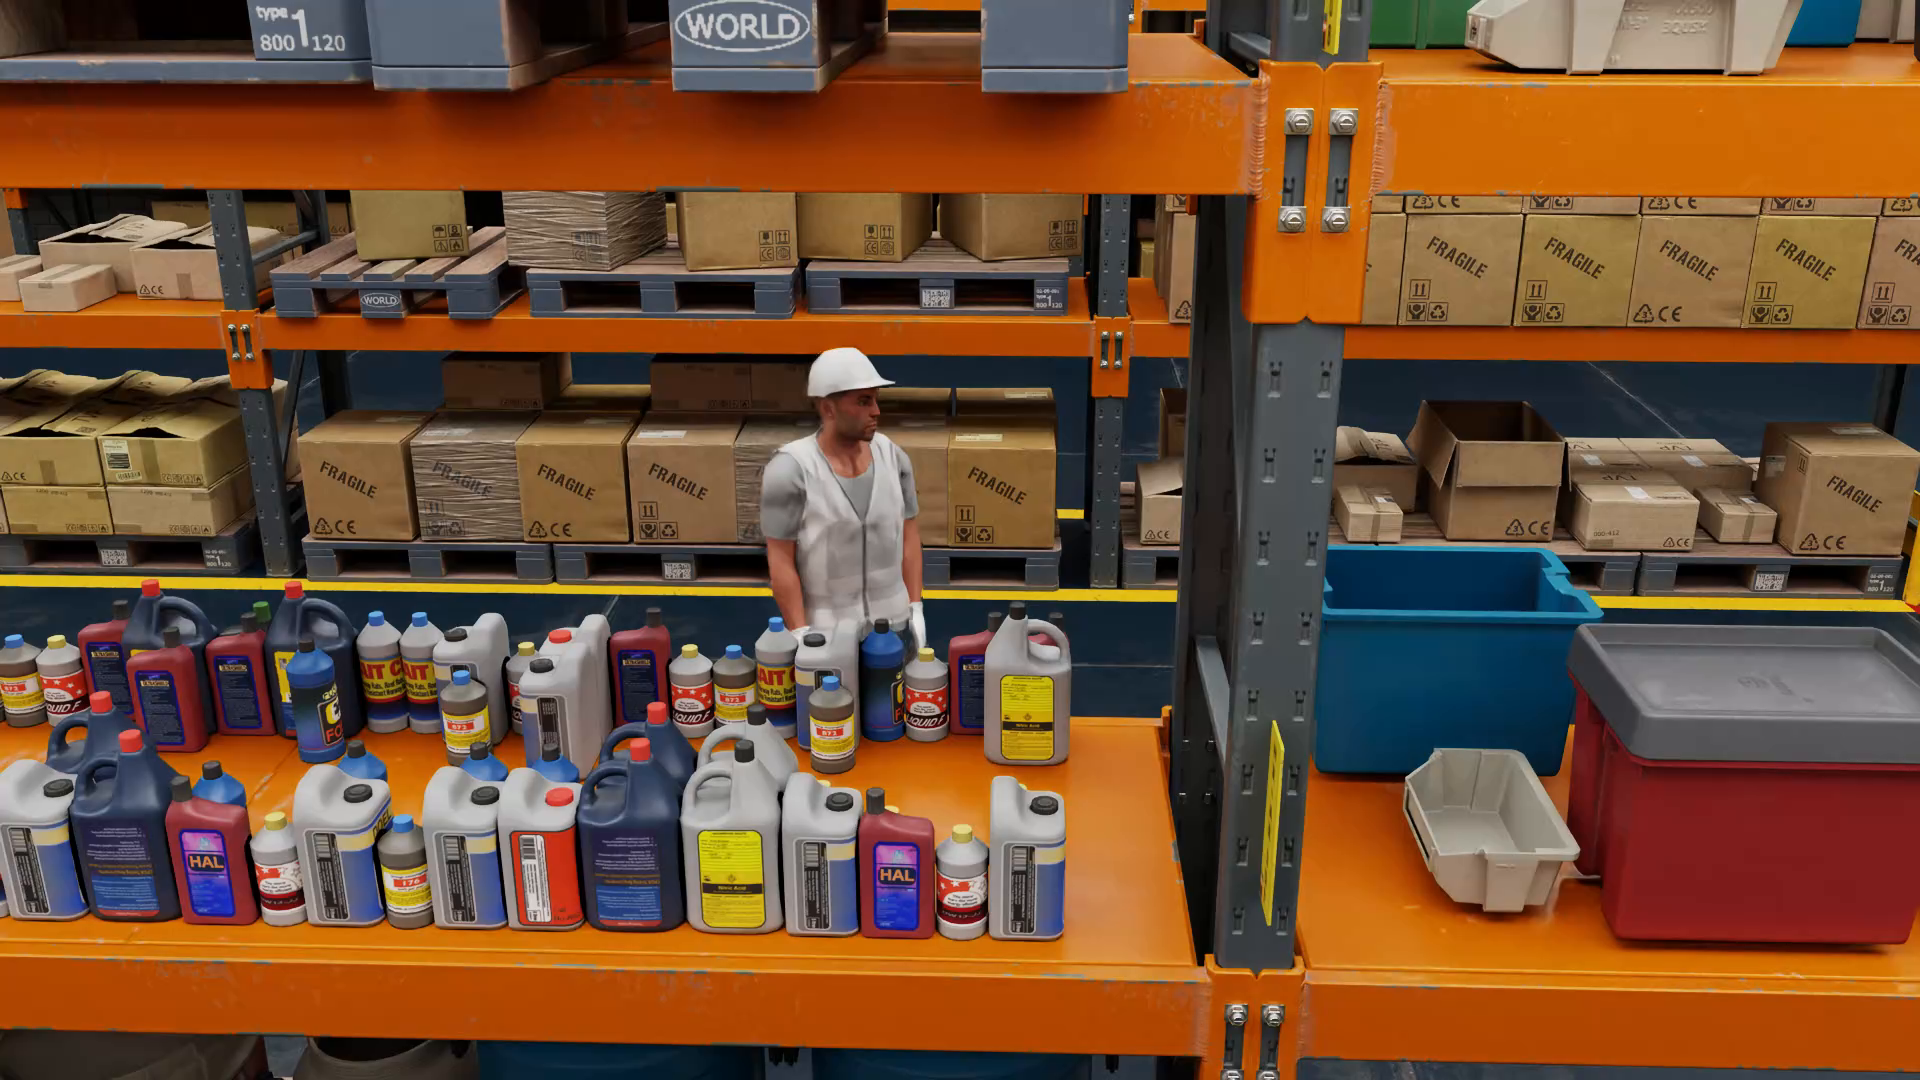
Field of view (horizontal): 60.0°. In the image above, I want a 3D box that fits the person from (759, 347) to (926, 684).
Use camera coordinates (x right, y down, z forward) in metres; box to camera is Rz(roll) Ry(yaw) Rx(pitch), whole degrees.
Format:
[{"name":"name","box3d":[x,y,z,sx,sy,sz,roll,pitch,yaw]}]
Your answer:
[{"name":"person","box3d":[-0.364,0.295,5.214,0.600,1.794,0.423,-11,23,-27]}]
